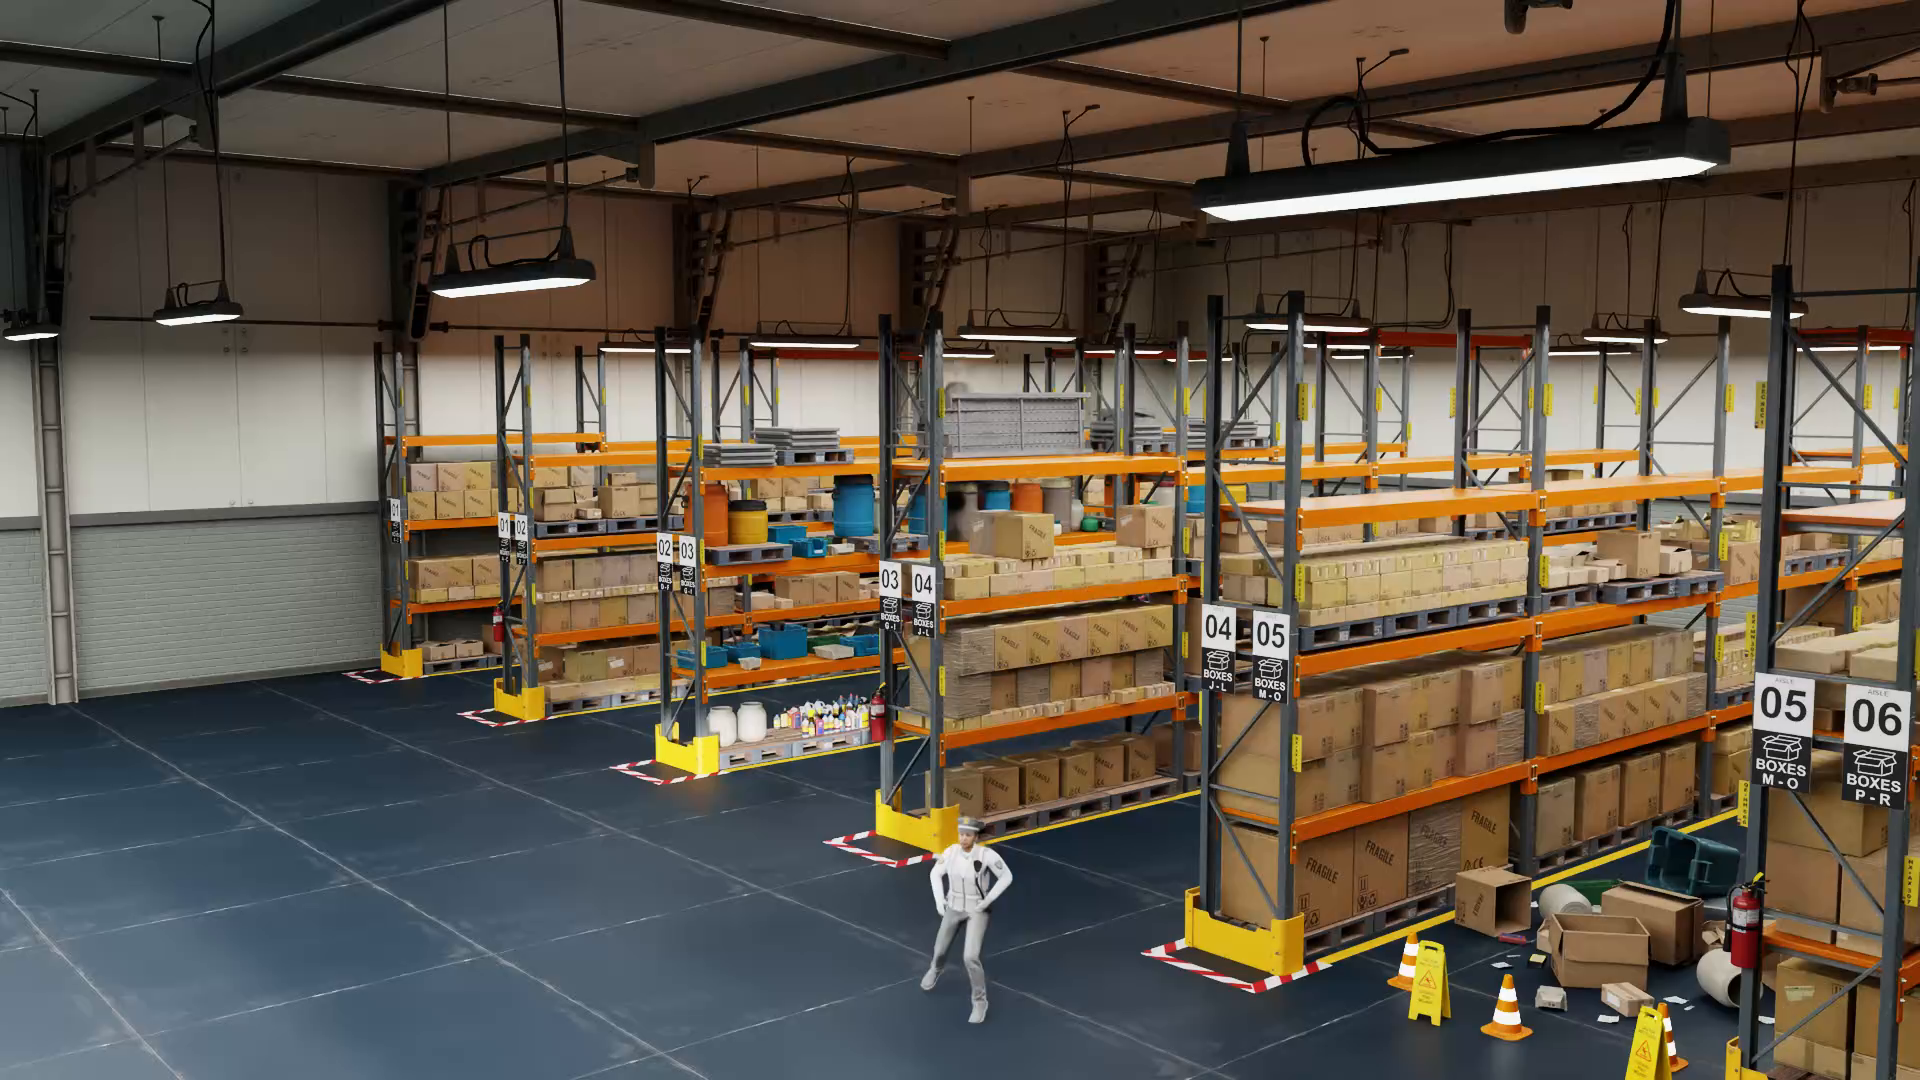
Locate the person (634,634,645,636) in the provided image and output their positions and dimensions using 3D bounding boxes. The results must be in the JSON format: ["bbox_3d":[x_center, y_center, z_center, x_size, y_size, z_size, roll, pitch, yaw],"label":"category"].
[{"bbox_3d":[-5.736,1.642,29.666,0.604,1.668,0.924,4,7,38],"label":"person"}]

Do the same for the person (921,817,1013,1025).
[{"bbox_3d":[0.020,3.097,13.865,0.841,1.688,0.713,2,5,17],"label":"person"}]
